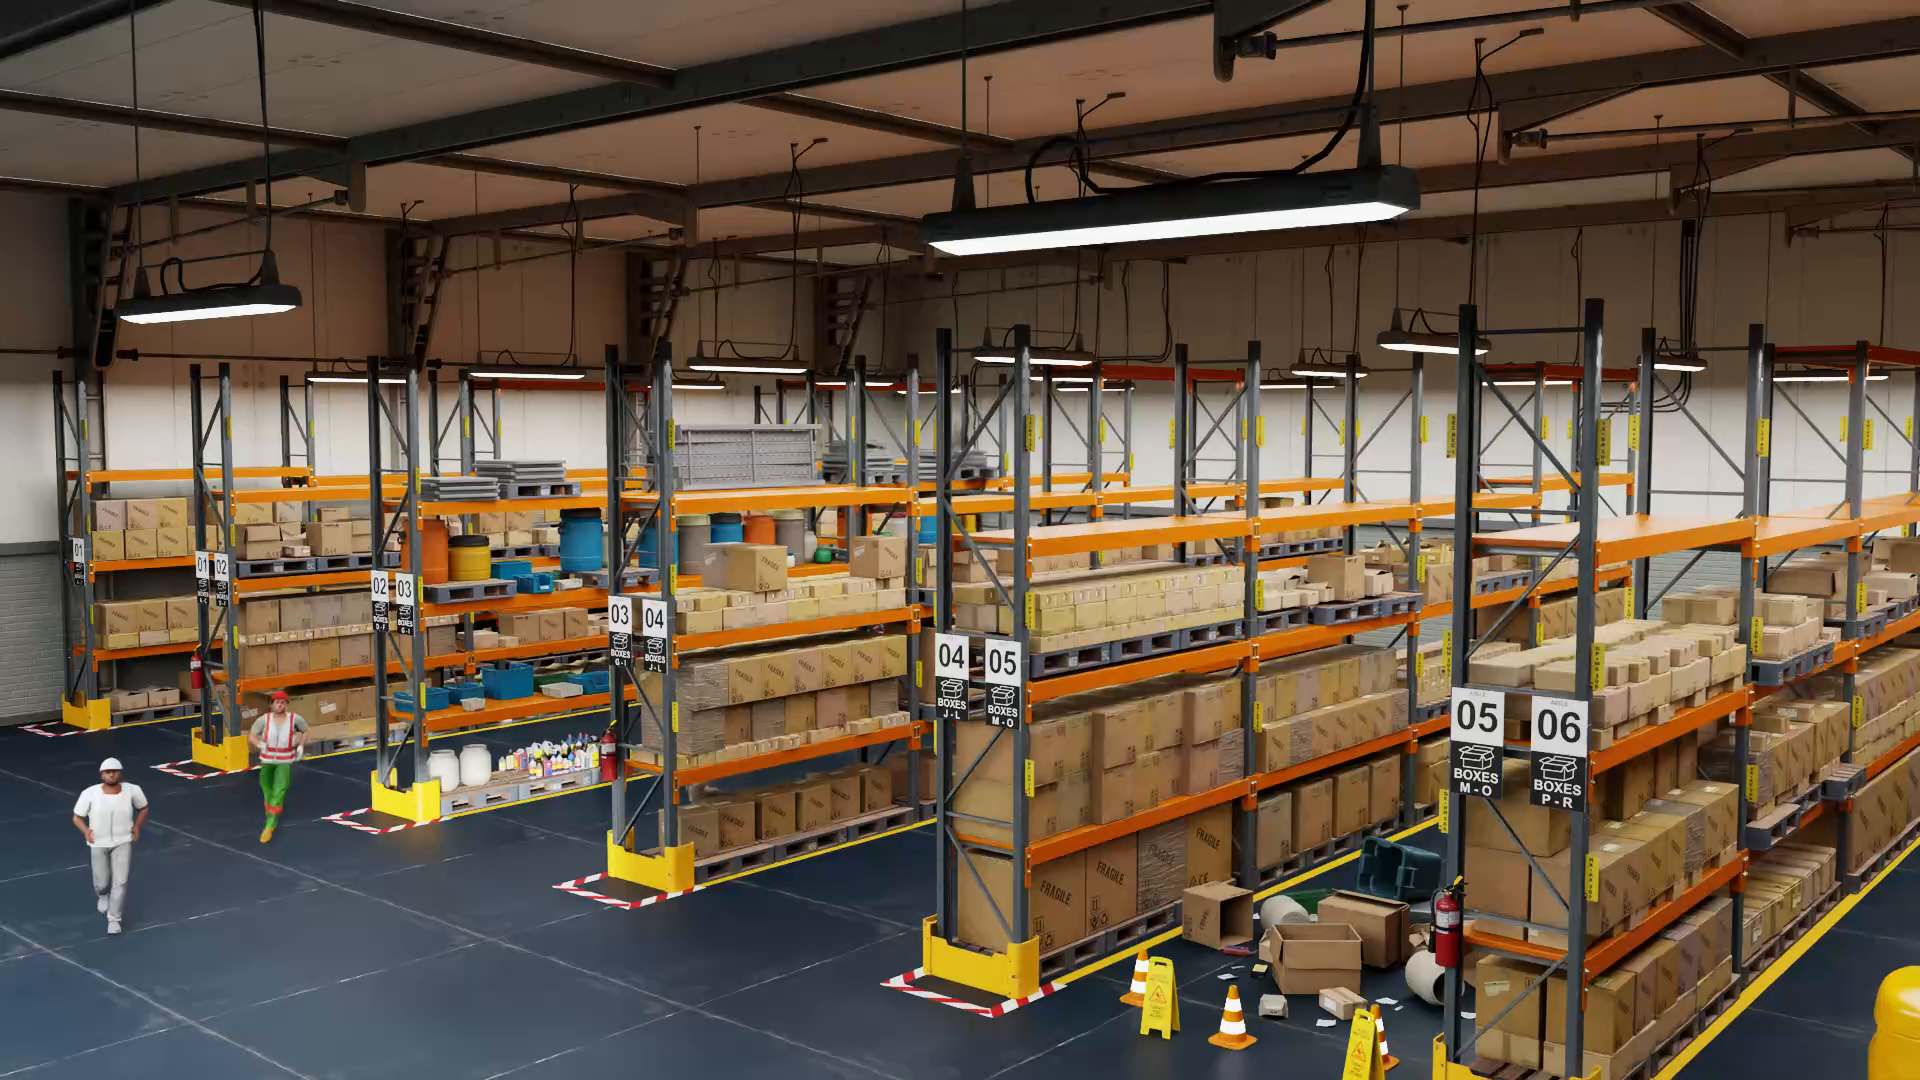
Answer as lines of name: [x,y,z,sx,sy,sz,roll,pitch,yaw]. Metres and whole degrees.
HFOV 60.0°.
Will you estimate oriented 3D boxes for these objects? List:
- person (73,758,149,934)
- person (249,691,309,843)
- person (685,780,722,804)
person: [-8.619,3.072,16.915,0.697,1.743,0.768,-2,5,-30]
person: [-8.459,2.768,20.610,0.660,1.795,0.815,-1,4,-10]
person: [-3.250,2.811,21.065,0.663,1.717,0.816,3,5,35]
